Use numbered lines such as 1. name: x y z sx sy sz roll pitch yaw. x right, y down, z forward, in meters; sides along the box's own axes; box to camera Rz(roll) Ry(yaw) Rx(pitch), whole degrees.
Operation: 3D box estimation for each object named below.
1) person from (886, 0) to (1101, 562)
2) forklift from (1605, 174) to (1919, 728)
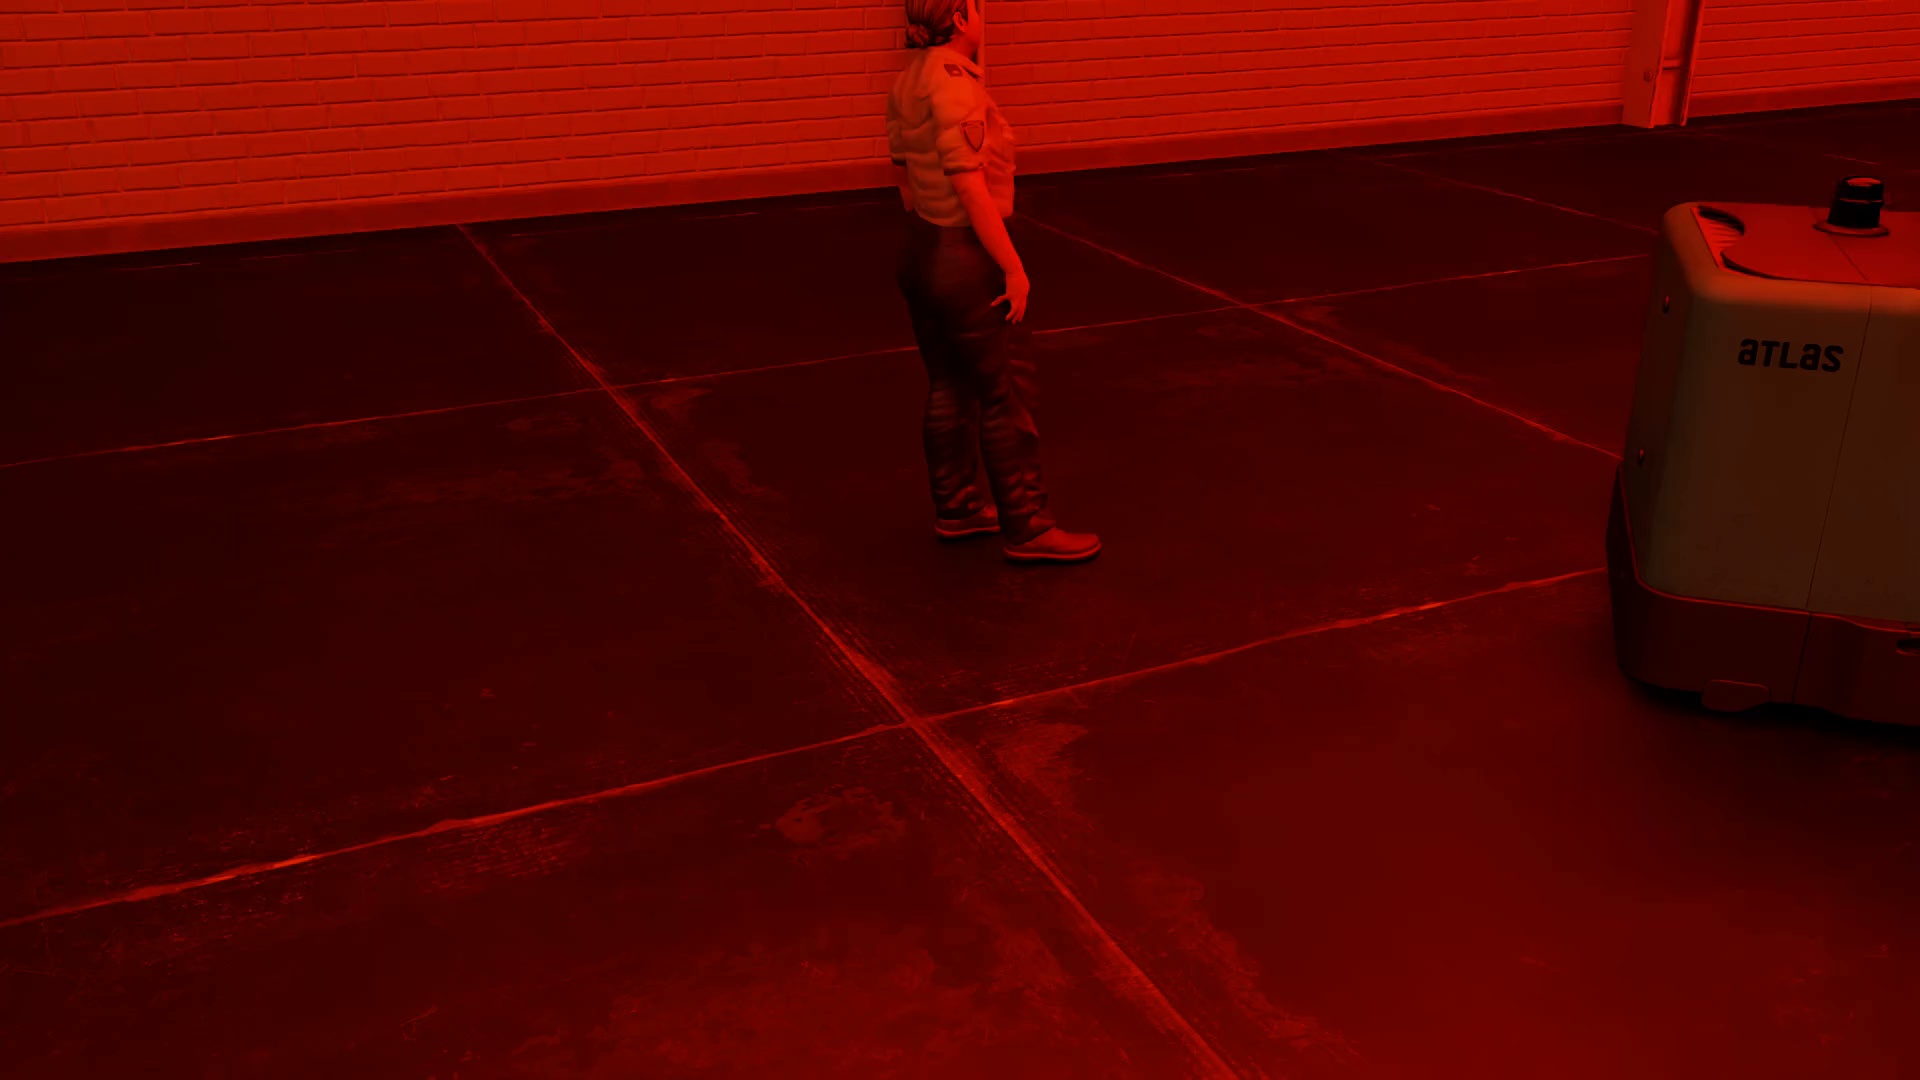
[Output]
1. person: 0.090 -0.771 4.806 0.503 1.642 0.599 -10 25 -23
2. forklift: 3.226 -0.956 3.587 3.031 2.935 1.130 7 24 16
